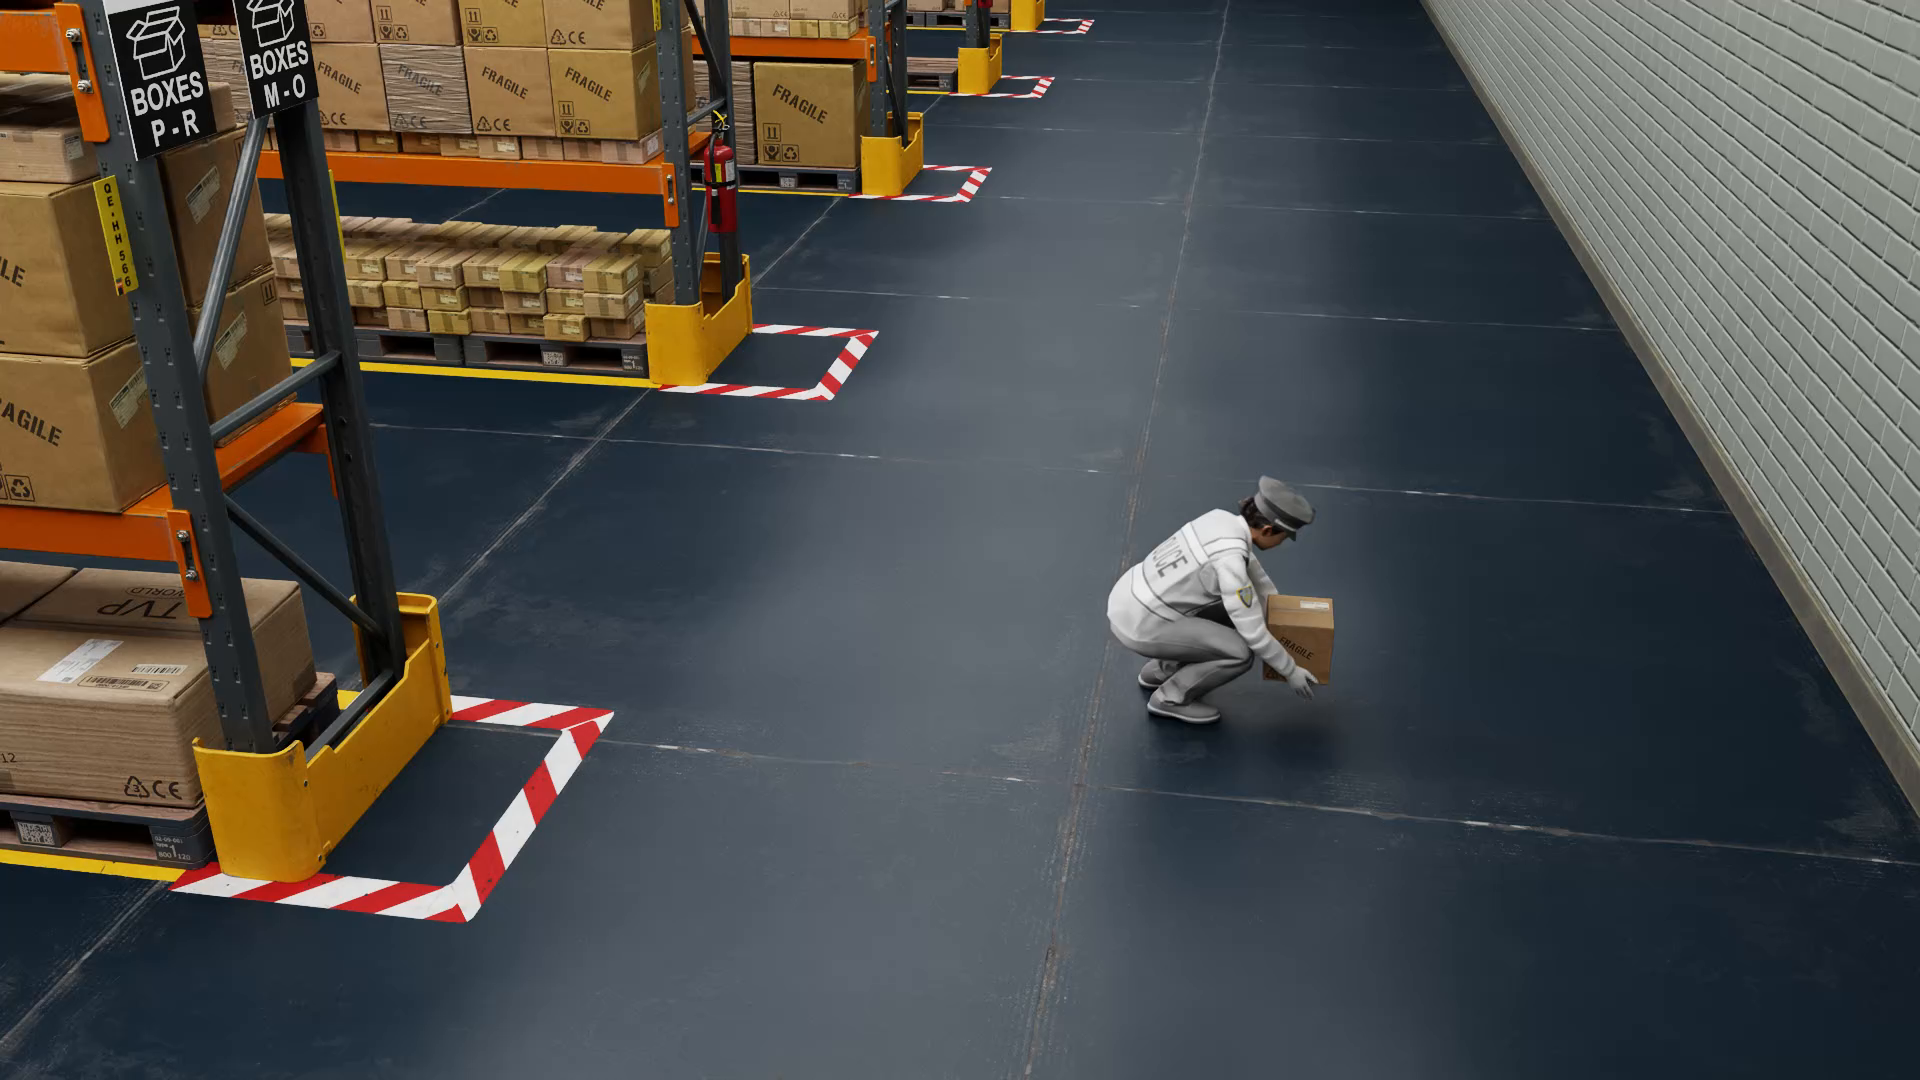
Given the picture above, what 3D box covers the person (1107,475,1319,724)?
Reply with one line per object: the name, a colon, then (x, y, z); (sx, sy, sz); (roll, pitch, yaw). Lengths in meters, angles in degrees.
person: (0.992, 0.230, 6.459); (0.831, 0.965, 0.494); (4, 25, 8)
